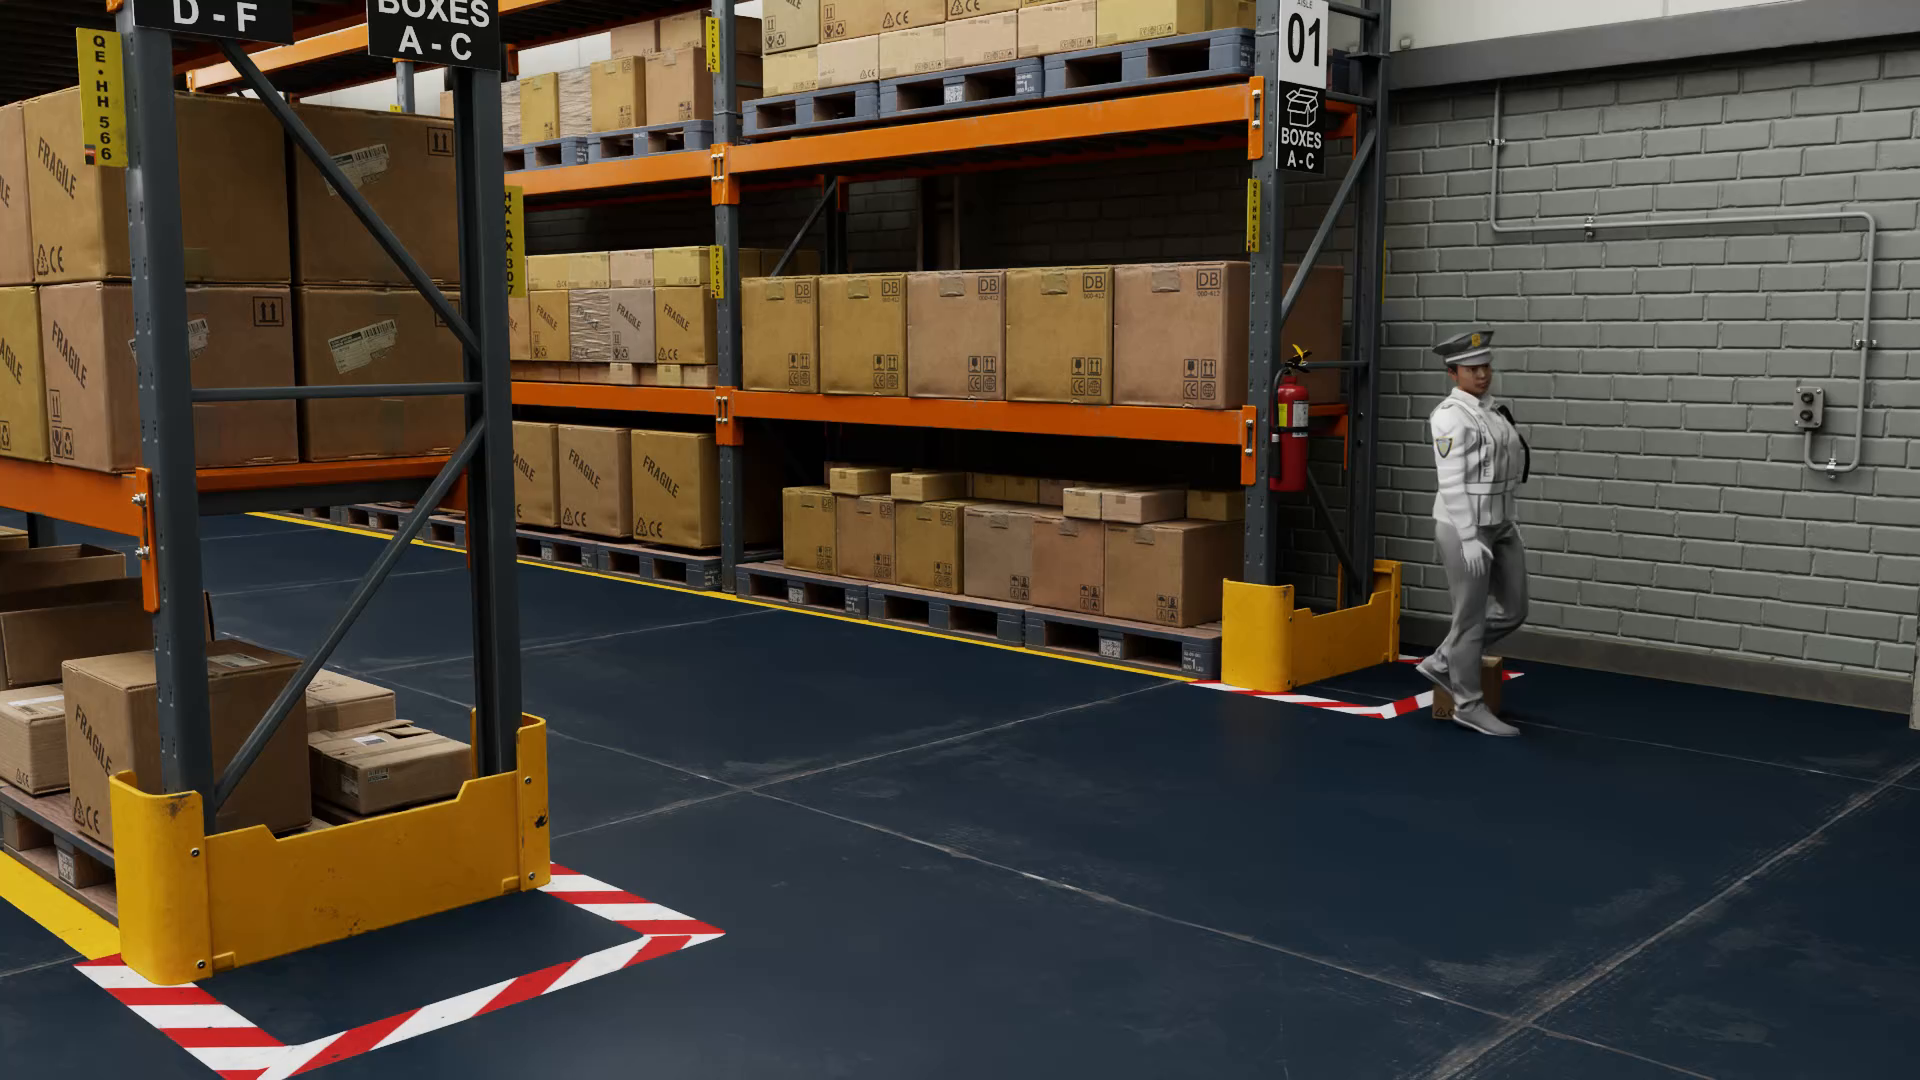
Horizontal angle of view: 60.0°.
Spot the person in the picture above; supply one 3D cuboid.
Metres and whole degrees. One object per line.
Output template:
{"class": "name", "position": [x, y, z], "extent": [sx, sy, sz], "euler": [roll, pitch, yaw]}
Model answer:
{"class": "person", "position": [2.132, -0.023, 6.953], "extent": [0.468, 1.695, 0.541], "euler": [7, 10, 43]}
